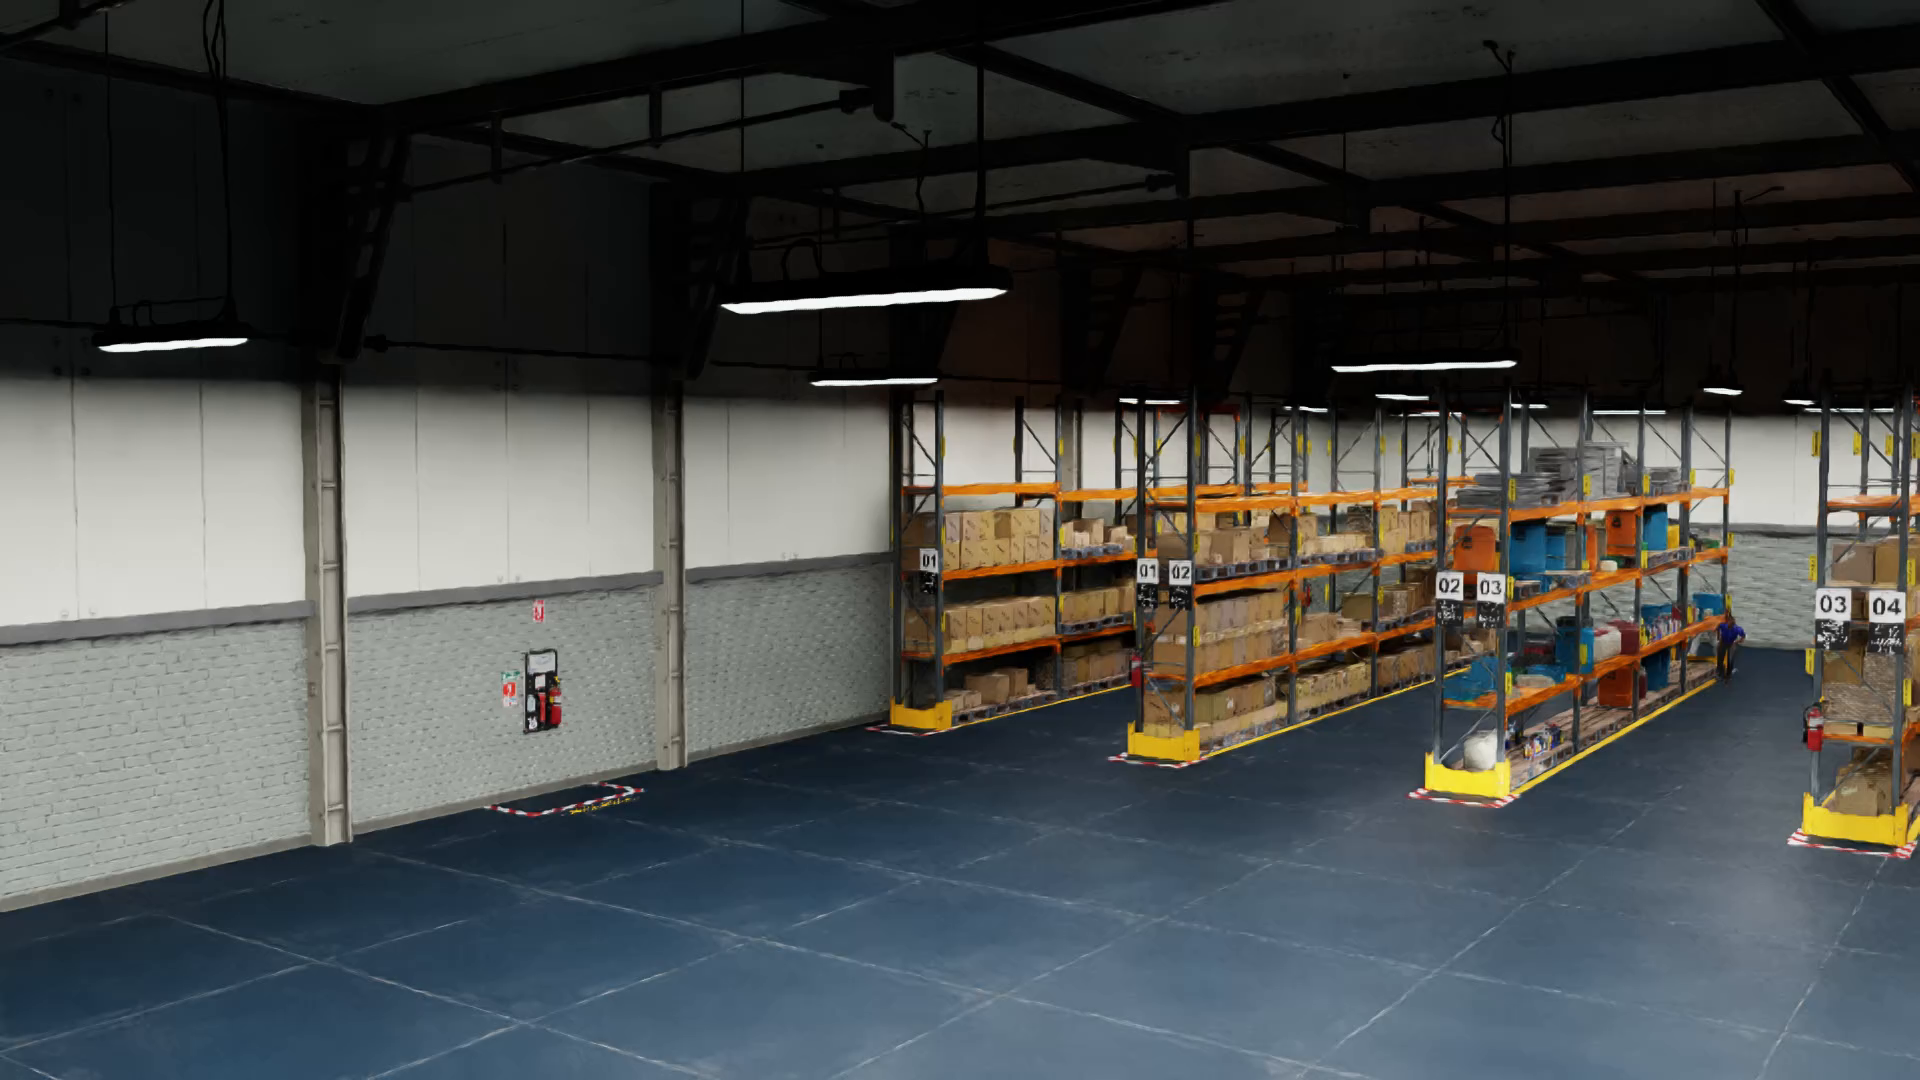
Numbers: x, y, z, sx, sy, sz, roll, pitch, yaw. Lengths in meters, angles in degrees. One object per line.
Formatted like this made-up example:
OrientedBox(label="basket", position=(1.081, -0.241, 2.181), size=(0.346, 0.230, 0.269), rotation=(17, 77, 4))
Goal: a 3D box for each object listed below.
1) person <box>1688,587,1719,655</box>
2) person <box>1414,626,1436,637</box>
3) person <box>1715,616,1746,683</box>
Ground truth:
OrientedBox(label="person", position=(17.412, 1.950, 38.892), size=(0.938, 1.708, 0.606), rotation=(-2, 4, -31))
OrientedBox(label="person", position=(11.462, 1.844, 40.974), size=(1.178, 1.713, 0.628), rotation=(-3, 4, -43))
OrientedBox(label="person", position=(16.384, 2.306, 35.376), size=(0.616, 1.455, 0.814), rotation=(2, 4, 34))
